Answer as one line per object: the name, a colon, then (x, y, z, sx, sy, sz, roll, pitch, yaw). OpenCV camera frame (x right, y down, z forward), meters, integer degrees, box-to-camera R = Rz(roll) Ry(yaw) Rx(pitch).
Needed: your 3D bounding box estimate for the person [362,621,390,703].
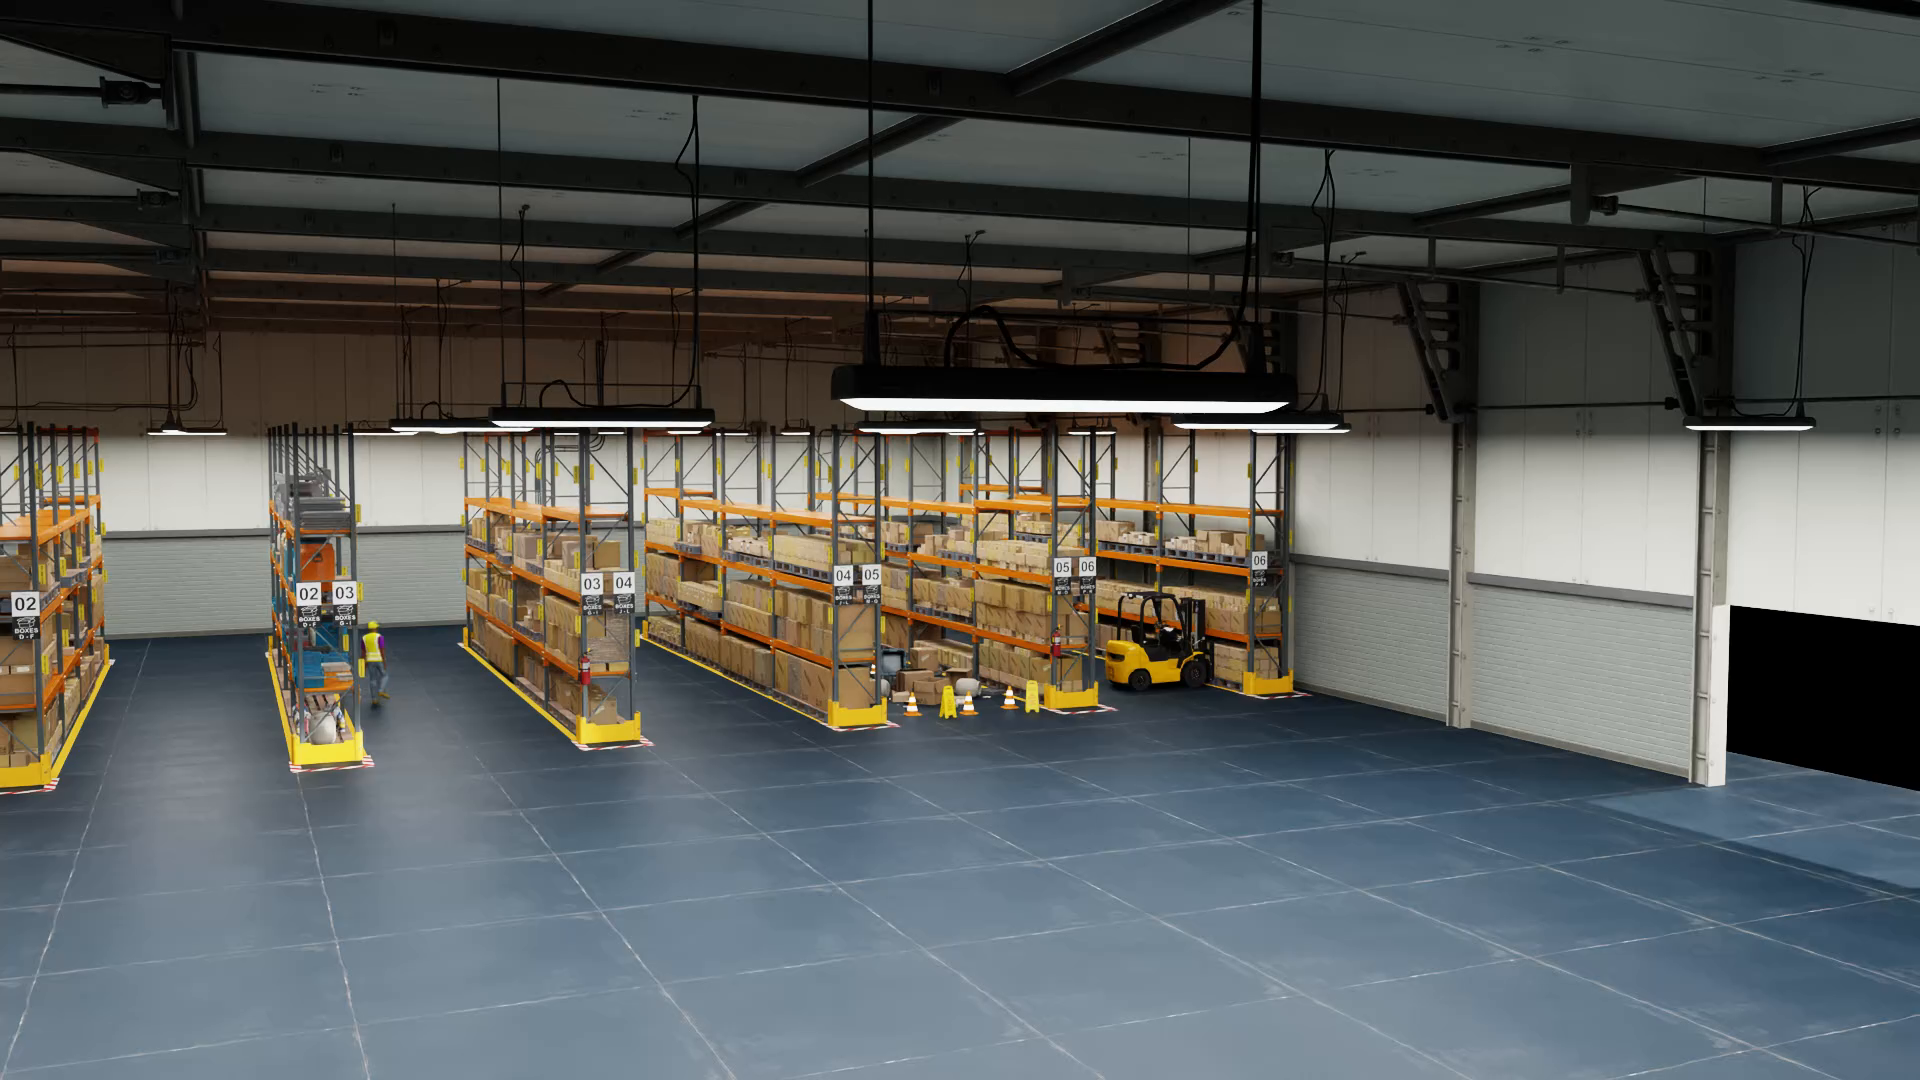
person: (-12.661, 2.636, 35.998, 0.590, 1.752, 0.481, -1, 4, -9)

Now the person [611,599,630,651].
person: (-9.121, 2.146, 44.652, 0.540, 1.653, 1.089, -2, 4, -23)
